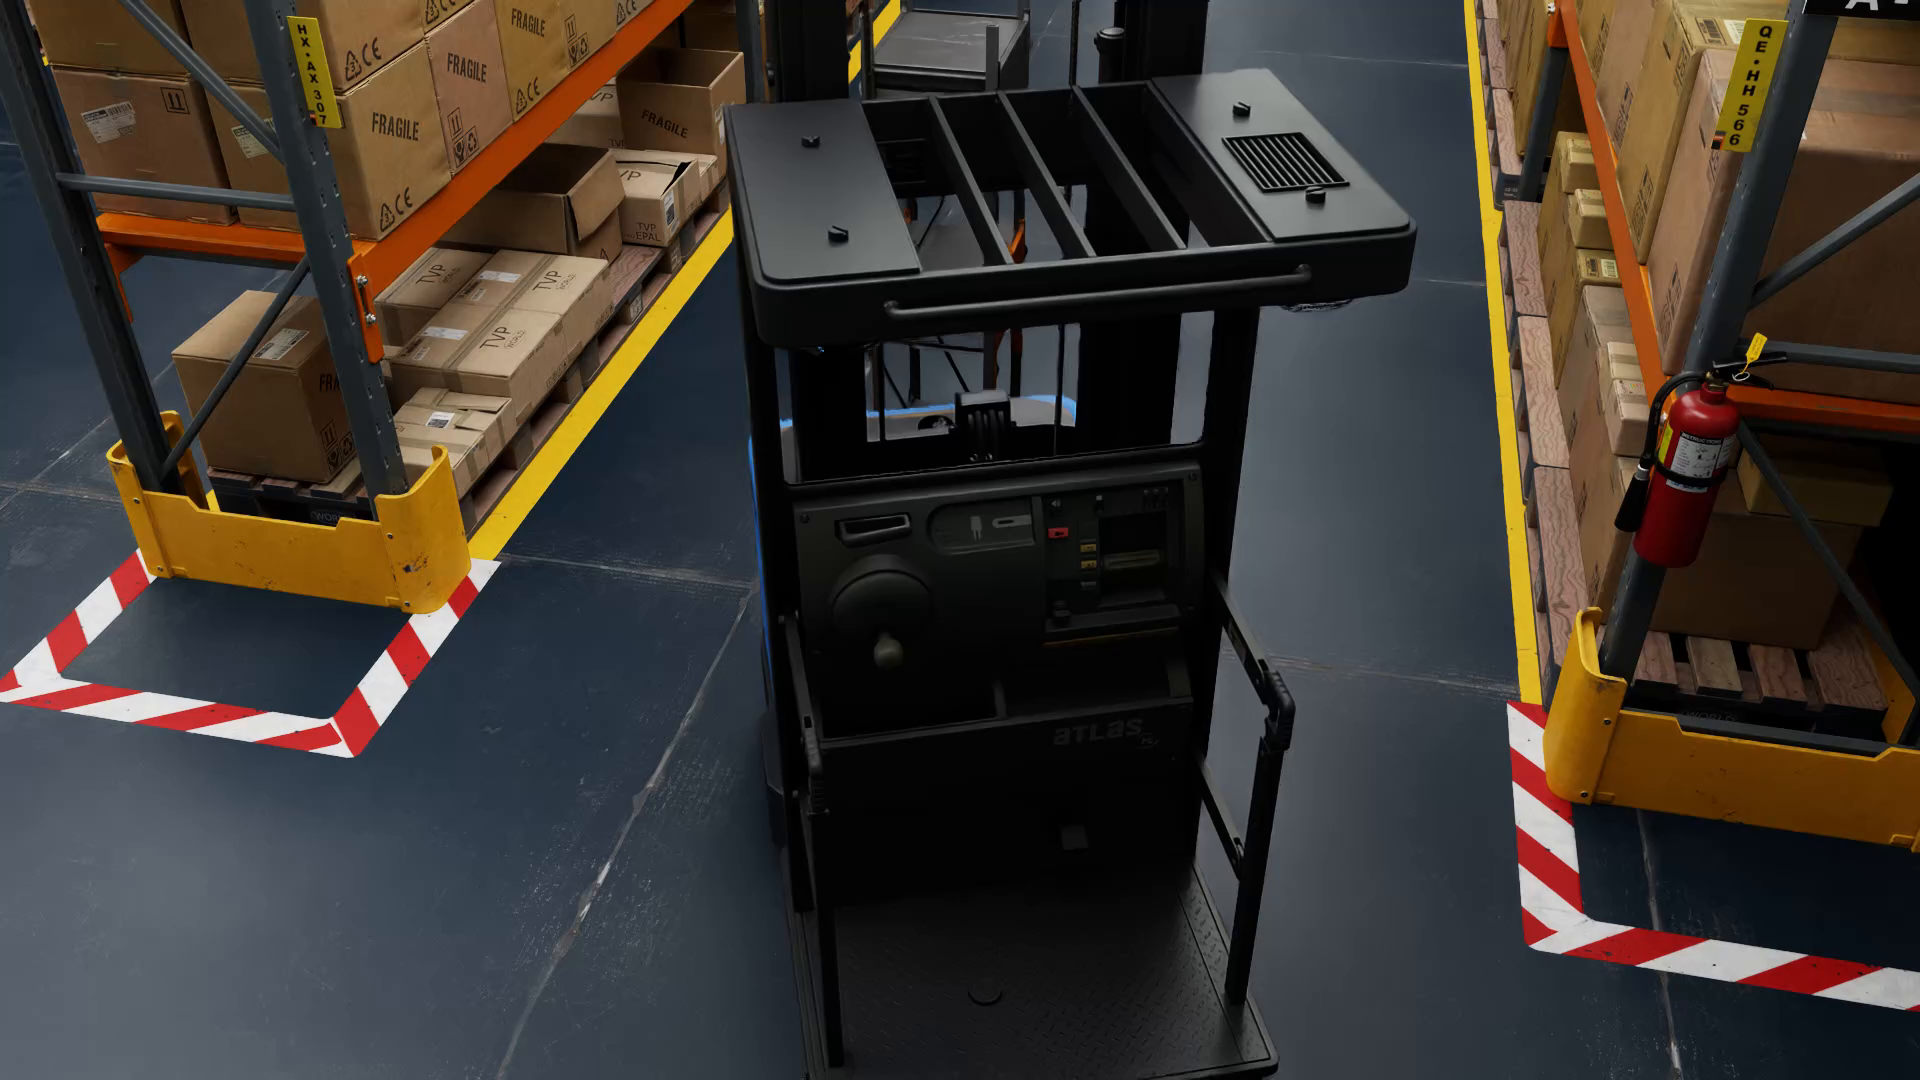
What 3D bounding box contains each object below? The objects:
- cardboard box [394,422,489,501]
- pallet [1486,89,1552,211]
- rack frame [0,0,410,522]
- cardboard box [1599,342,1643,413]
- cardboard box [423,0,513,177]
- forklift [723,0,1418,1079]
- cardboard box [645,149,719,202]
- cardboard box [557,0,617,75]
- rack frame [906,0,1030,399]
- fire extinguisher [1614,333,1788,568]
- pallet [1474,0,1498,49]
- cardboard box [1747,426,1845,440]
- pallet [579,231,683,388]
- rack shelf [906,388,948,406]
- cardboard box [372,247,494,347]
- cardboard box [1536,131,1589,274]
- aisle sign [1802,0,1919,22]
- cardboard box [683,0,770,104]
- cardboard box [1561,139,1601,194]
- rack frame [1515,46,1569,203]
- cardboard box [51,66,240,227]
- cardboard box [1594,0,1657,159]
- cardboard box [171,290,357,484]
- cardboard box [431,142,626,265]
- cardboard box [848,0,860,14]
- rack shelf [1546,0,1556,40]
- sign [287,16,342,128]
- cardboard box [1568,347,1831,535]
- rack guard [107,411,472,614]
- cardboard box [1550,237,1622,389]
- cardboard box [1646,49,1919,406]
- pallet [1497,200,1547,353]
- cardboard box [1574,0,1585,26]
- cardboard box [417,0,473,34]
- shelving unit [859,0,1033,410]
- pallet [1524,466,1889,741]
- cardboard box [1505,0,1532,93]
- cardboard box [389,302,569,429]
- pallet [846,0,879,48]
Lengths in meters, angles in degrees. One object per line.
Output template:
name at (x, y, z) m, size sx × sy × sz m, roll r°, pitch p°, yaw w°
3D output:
cardboard box at (-1.981, -0.293, 6.152) m, size 0.380 × 0.149 × 0.250 m, roll 7°, pitch 37°, yaw 10°
pallet at (3.380, -2.069, 8.925) m, size 1.003 × 0.211 × 1.213 m, roll 7°, pitch 37°, yaw 10°
rack frame at (-2.406, -1.072, 5.173) m, size 1.000 × 3.000 × 0.127 m, roll 7°, pitch 37°, yaw 10°
cardboard box at (2.389, -0.531, 5.645) m, size 0.380 × 0.149 × 0.250 m, roll 8°, pitch 37°, yaw 11°
cardboard box at (-1.949, -1.630, 5.858) m, size 0.500 × 0.500 × 0.500 m, roll 7°, pitch 37°, yaw 10°
forklift at (0.140, 0.126, 3.578) m, size 1.130 × 2.935 × 3.031 m, roll -6°, pitch 36°, yaw -9°
cardboard box at (-1.418, -1.804, 8.238) m, size 0.380 × 0.149 × 0.250 m, roll 7°, pitch 37°, yaw 10°
cardboard box at (-1.730, -2.204, 6.650) m, size 0.500 × 0.500 × 0.500 m, roll 8°, pitch 37°, yaw 11°
rack frame at (0.017, -0.895, 5.696) m, size 0.400 × 2.100 × 0.015 m, roll 7°, pitch 37°, yaw 10°
fire extinguisher at (1.951, -0.242, 4.412) m, size 0.296 × 0.674 × 0.183 m, roll 7°, pitch 37°, yaw 10°
pallet at (3.901, -3.468, 10.855) m, size 1.003 × 0.211 × 1.213 m, roll 7°, pitch 37°, yaw 10°
cardboard box at (2.762, -0.481, 5.577) m, size 0.380 × 0.149 × 0.250 m, roll 7°, pitch 37°, yaw 10°
pallet at (-1.958, -1.141, 7.644) m, size 1.003 × 0.211 × 1.213 m, roll 7°, pitch 37°, yaw 10°
rack shelf at (-0.035, -0.177, 5.922) m, size 0.431 × 0.518 × 0.480 m, roll 7°, pitch 37°, yaw 10°
cardboard box at (-2.298, -1.020, 7.070) m, size 0.500 × 0.250 × 0.500 m, roll 7°, pitch 37°, yaw 10°
cardboard box at (3.029, -1.488, 7.520) m, size 0.700 × 0.500 × 0.500 m, roll 8°, pitch 37°, yaw 11°
aisle sign at (2.126, -1.502, 3.551) m, size 0.394 × 0.787 × 0.004 m, roll 7°, pitch 37°, yaw 10°
cardboard box at (-1.210, -2.778, 9.282) m, size 0.500 × 0.500 × 0.500 m, roll 6°, pitch 36°, yaw 8°
cardboard box at (2.777, -1.577, 7.090) m, size 0.380 × 0.149 × 0.250 m, roll 8°, pitch 37°, yaw 12°
rack frame at (3.289, -2.746, 7.483) m, size 1.000 × 3.000 × 0.127 m, roll 7°, pitch 37°, yaw 10°
cardboard box at (-2.576, -1.403, 5.545) m, size 0.500 × 0.500 × 0.500 m, roll 8°, pitch 37°, yaw 11°
cardboard box at (2.850, -1.723, 5.815) m, size 0.980 × 0.700 × 0.700 m, roll 6°, pitch 36°, yaw 8°
cardboard box at (-2.530, -0.580, 6.250) m, size 0.500 × 0.500 × 0.500 m, roll 7°, pitch 37°, yaw 10°
cardboard box at (-1.948, -1.455, 7.453) m, size 0.797 × 0.503 × 0.637 m, roll 7°, pitch 37°, yaw 10°
cardboard box at (-0.885, -3.660, 10.500) m, size 0.500 × 0.500 × 0.500 m, roll 6°, pitch 36°, yaw 8°
rack shelf at (3.716, -3.602, 9.276) m, size 1.077 × 0.370 × 4.000 m, roll 7°, pitch 37°, yaw 10°
sign at (-1.876, -1.354, 4.825) m, size 0.100 × 0.325 × 0.005 m, roll 7°, pitch 37°, yaw 10°
cardboard box at (2.593, -0.312, 5.896) m, size 0.700 × 0.500 × 0.500 m, roll 7°, pitch 37°, yaw 10°
rack guard at (-2.390, -0.103, 5.966) m, size 1.175 × 0.500 × 0.348 m, roll 7°, pitch 37°, yaw 10°
cardboard box at (2.806, -0.907, 6.717) m, size 0.700 × 0.500 × 0.500 m, roll 8°, pitch 37°, yaw 11°
cardboard box at (2.533, -0.868, 4.636) m, size 0.980 × 0.700 × 0.700 m, roll 9°, pitch 37°, yaw 12°
pallet at (3.050, -1.191, 7.713) m, size 1.003 × 0.211 × 1.213 m, roll 7°, pitch 37°, yaw 10°
cardboard box at (3.157, -2.559, 6.969) m, size 0.980 × 0.700 × 0.700 m, roll 8°, pitch 37°, yaw 11°
cardboard box at (-1.949, -2.039, 5.570) m, size 0.500 × 0.500 × 0.500 m, roll 8°, pitch 37°, yaw 10°
shelving unit at (-0.035, -0.755, 5.503) m, size 0.431 × 2.100 × 0.503 m, roll 7°, pitch 37°, yaw 10°
pallet at (2.529, 0.208, 5.783) m, size 1.003 × 0.211 × 1.213 m, roll 7°, pitch 37°, yaw 10°
cardboard box at (3.487, -2.945, 9.231) m, size 0.750 × 0.750 × 0.750 m, roll 8°, pitch 37°, yaw 11°
cardboard box at (-1.906, -0.699, 6.627) m, size 0.500 × 0.250 × 0.500 m, roll 7°, pitch 37°, yaw 10°
pallet at (-1.156, -3.409, 10.773) m, size 1.003 × 0.211 × 1.213 m, roll 7°, pitch 37°, yaw 10°
